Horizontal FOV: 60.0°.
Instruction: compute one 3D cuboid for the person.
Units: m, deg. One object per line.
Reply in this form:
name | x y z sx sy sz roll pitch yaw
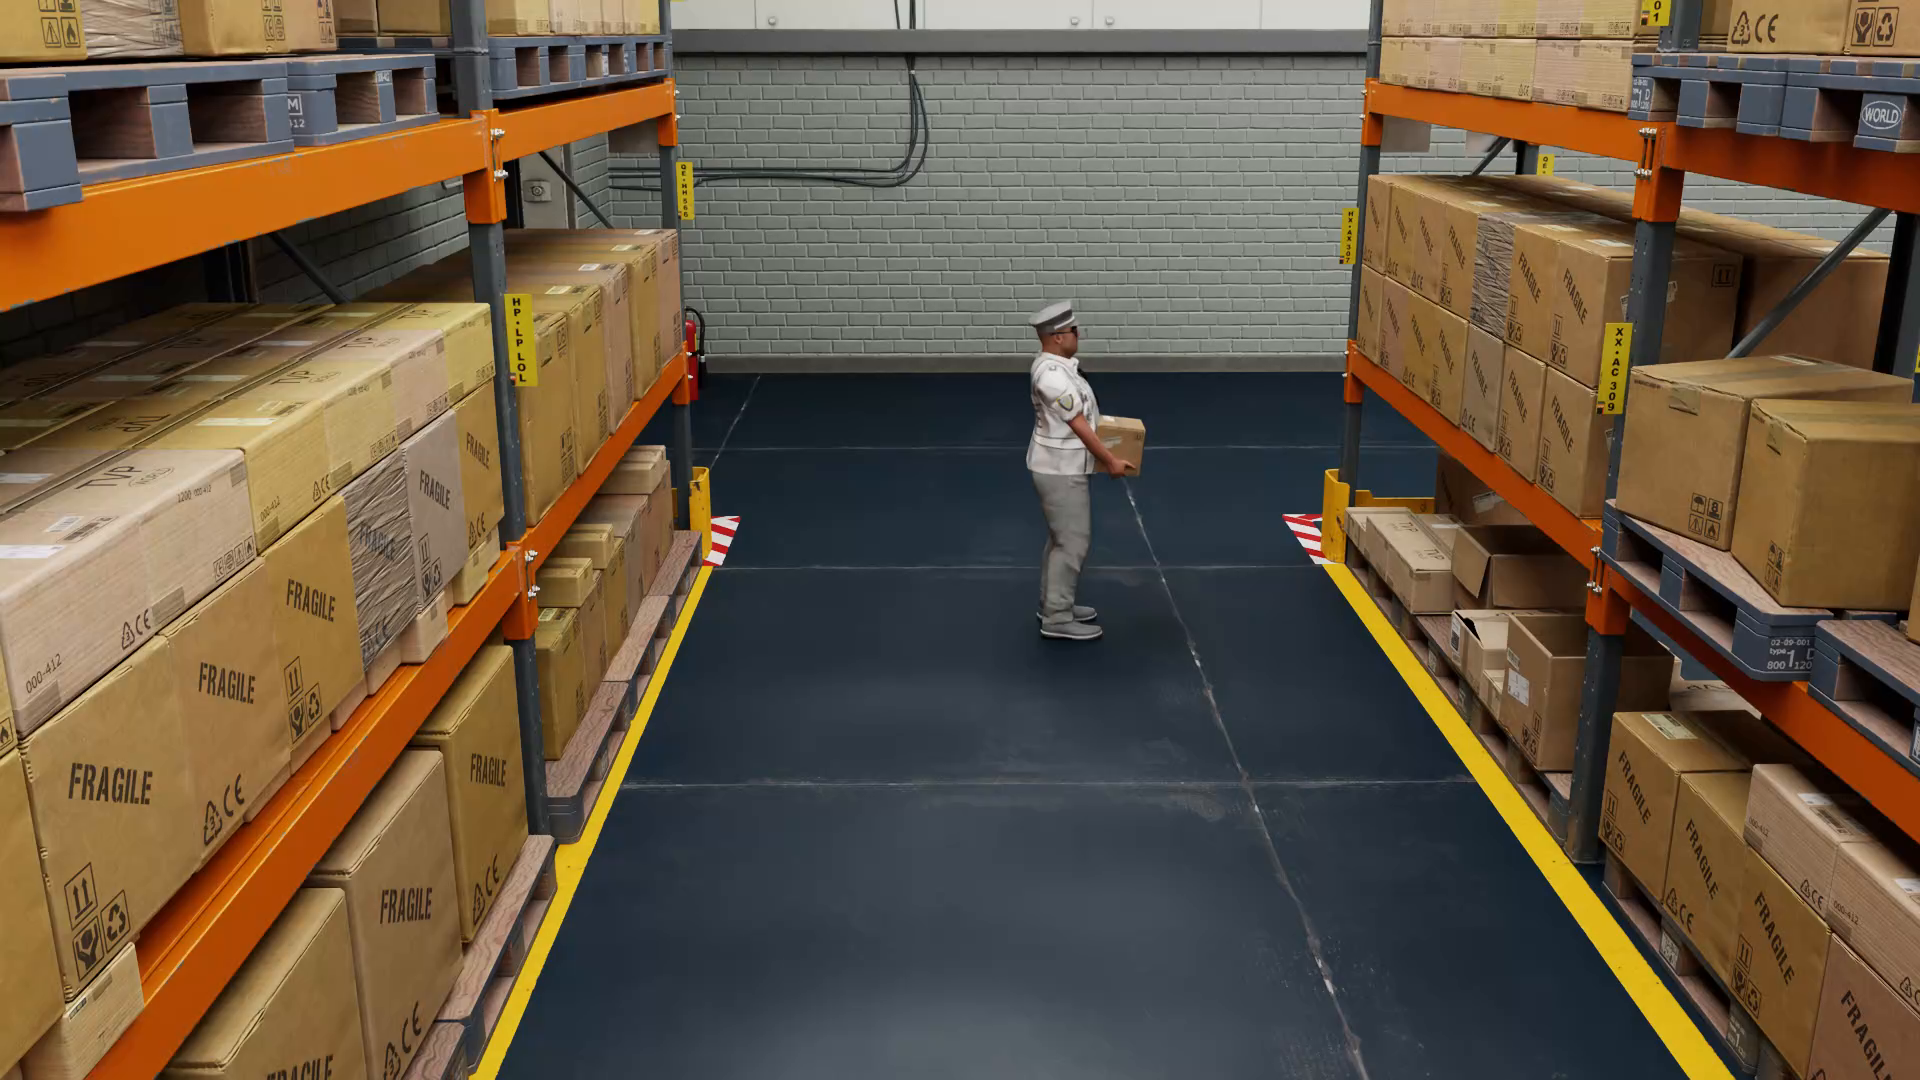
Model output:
person | 0.631 -0.372 8.735 0.563 1.763 0.494 0 17 0
